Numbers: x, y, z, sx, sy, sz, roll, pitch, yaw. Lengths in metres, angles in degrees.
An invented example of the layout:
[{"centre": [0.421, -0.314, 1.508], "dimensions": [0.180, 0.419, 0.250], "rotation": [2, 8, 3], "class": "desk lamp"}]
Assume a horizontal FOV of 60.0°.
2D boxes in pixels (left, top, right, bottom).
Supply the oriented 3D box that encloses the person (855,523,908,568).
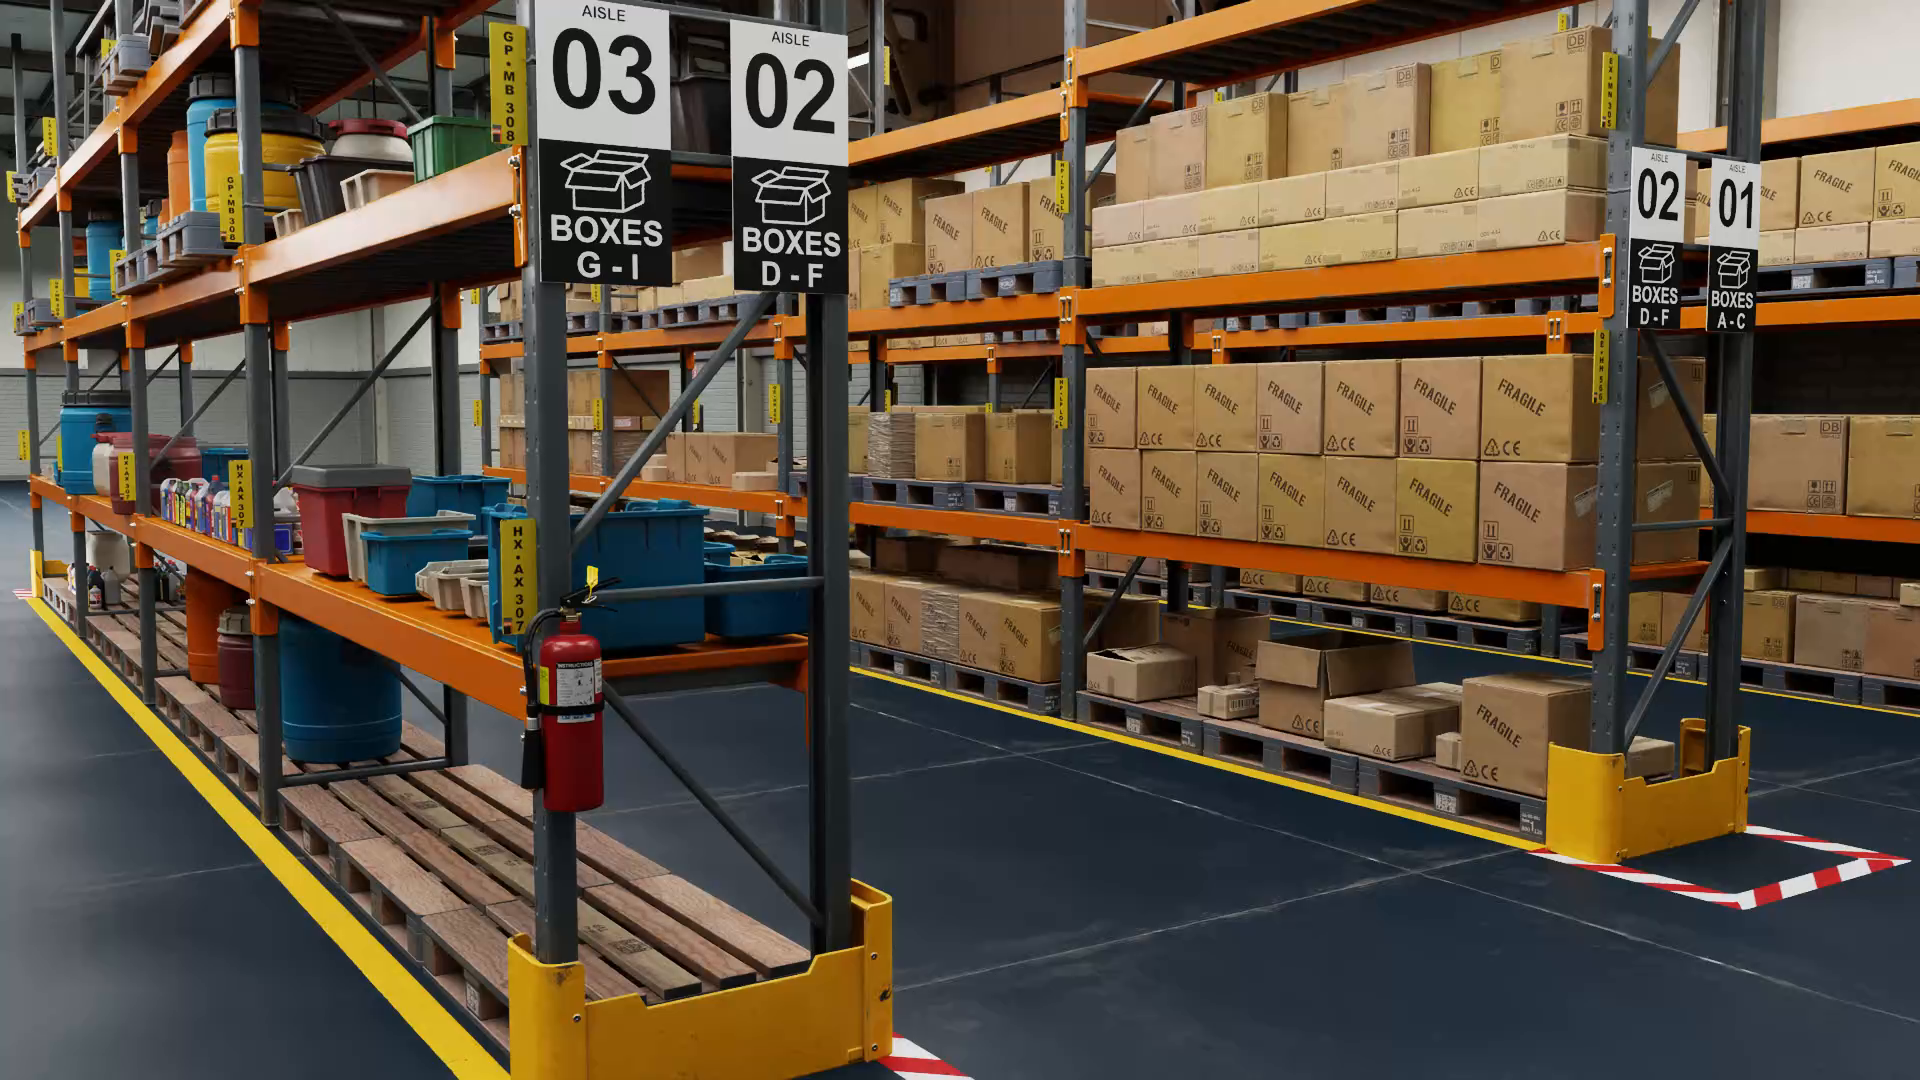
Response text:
[{"centre": [-0.832, -0.063, 16.754], "dimensions": [0.477, 1.555, 0.798], "rotation": [-3, 6, -35], "class": "person"}]
